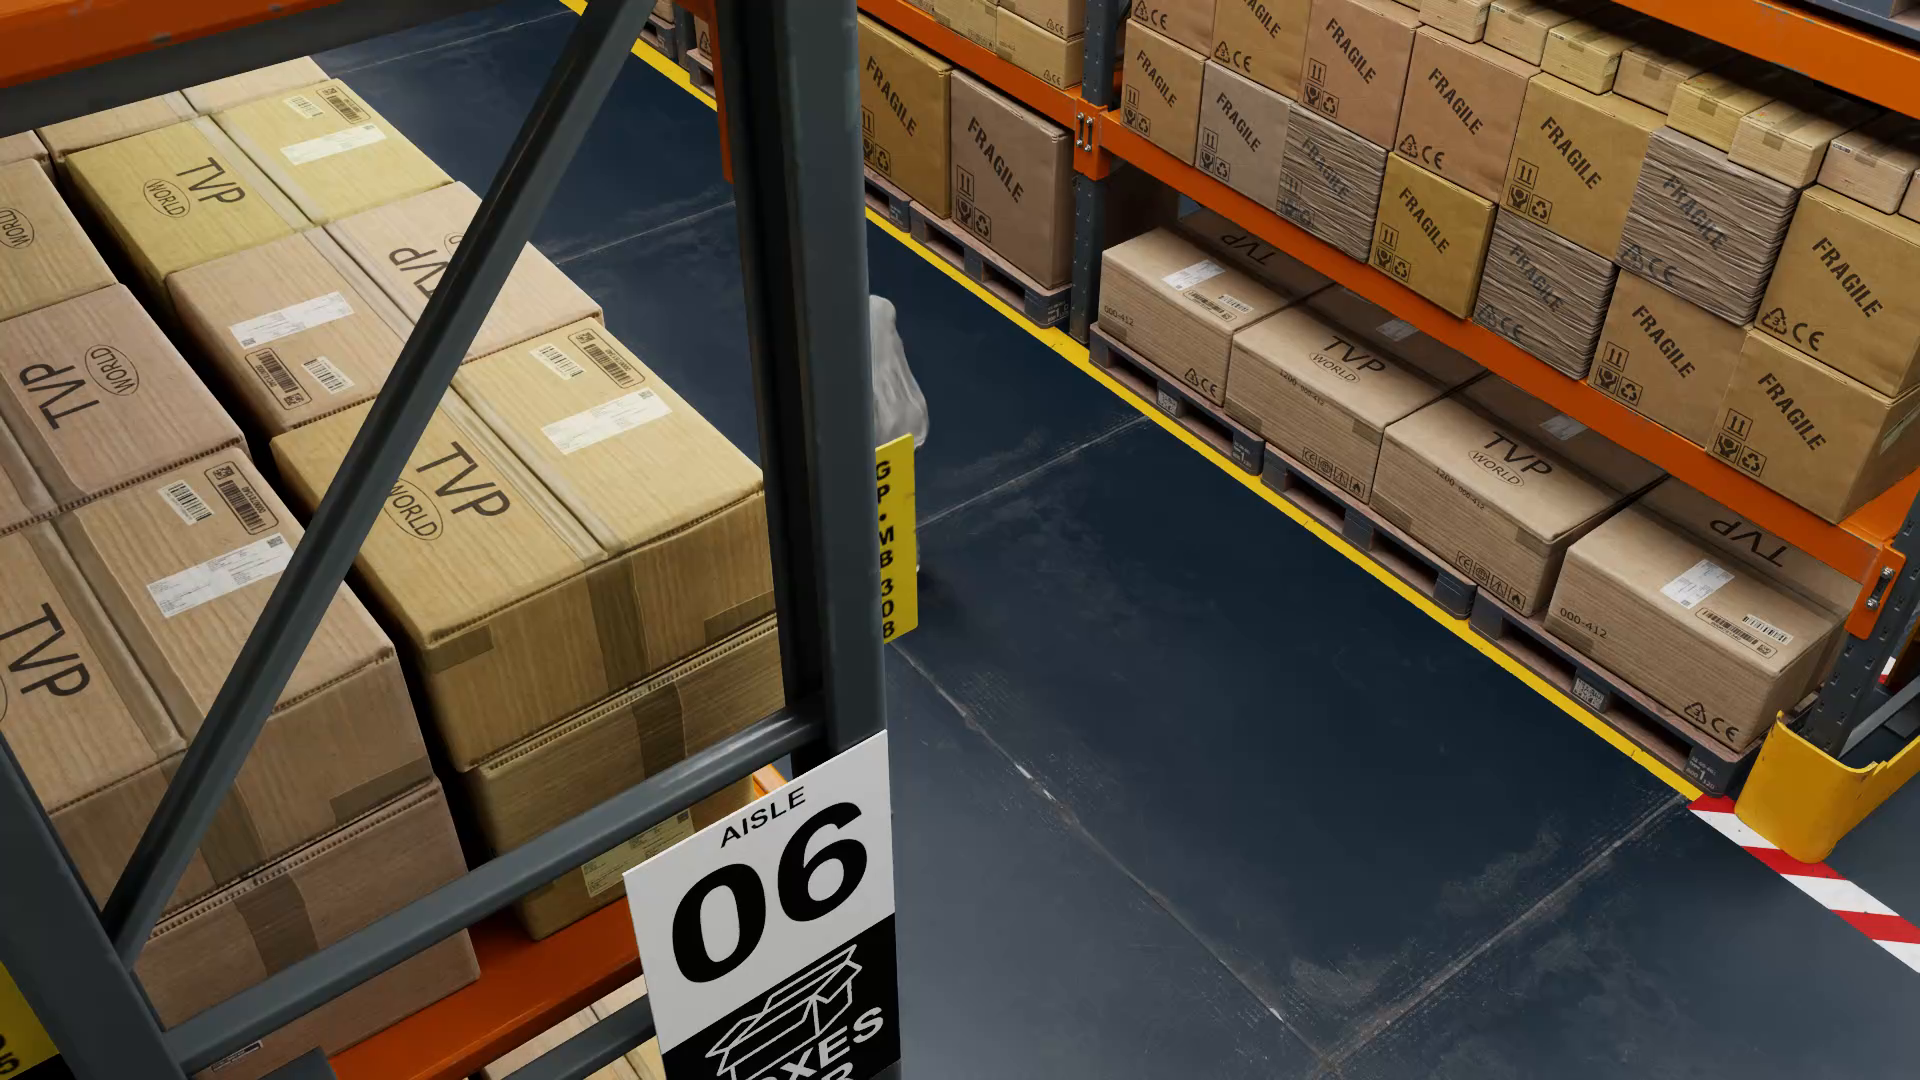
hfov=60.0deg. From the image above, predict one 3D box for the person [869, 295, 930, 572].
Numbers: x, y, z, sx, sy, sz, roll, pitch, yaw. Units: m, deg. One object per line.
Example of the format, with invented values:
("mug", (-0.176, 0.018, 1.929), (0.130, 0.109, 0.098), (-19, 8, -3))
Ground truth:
("person", (-0.369, -0.458, 6.761), (0.371, 1.515, 0.553), (-28, 48, -28))
